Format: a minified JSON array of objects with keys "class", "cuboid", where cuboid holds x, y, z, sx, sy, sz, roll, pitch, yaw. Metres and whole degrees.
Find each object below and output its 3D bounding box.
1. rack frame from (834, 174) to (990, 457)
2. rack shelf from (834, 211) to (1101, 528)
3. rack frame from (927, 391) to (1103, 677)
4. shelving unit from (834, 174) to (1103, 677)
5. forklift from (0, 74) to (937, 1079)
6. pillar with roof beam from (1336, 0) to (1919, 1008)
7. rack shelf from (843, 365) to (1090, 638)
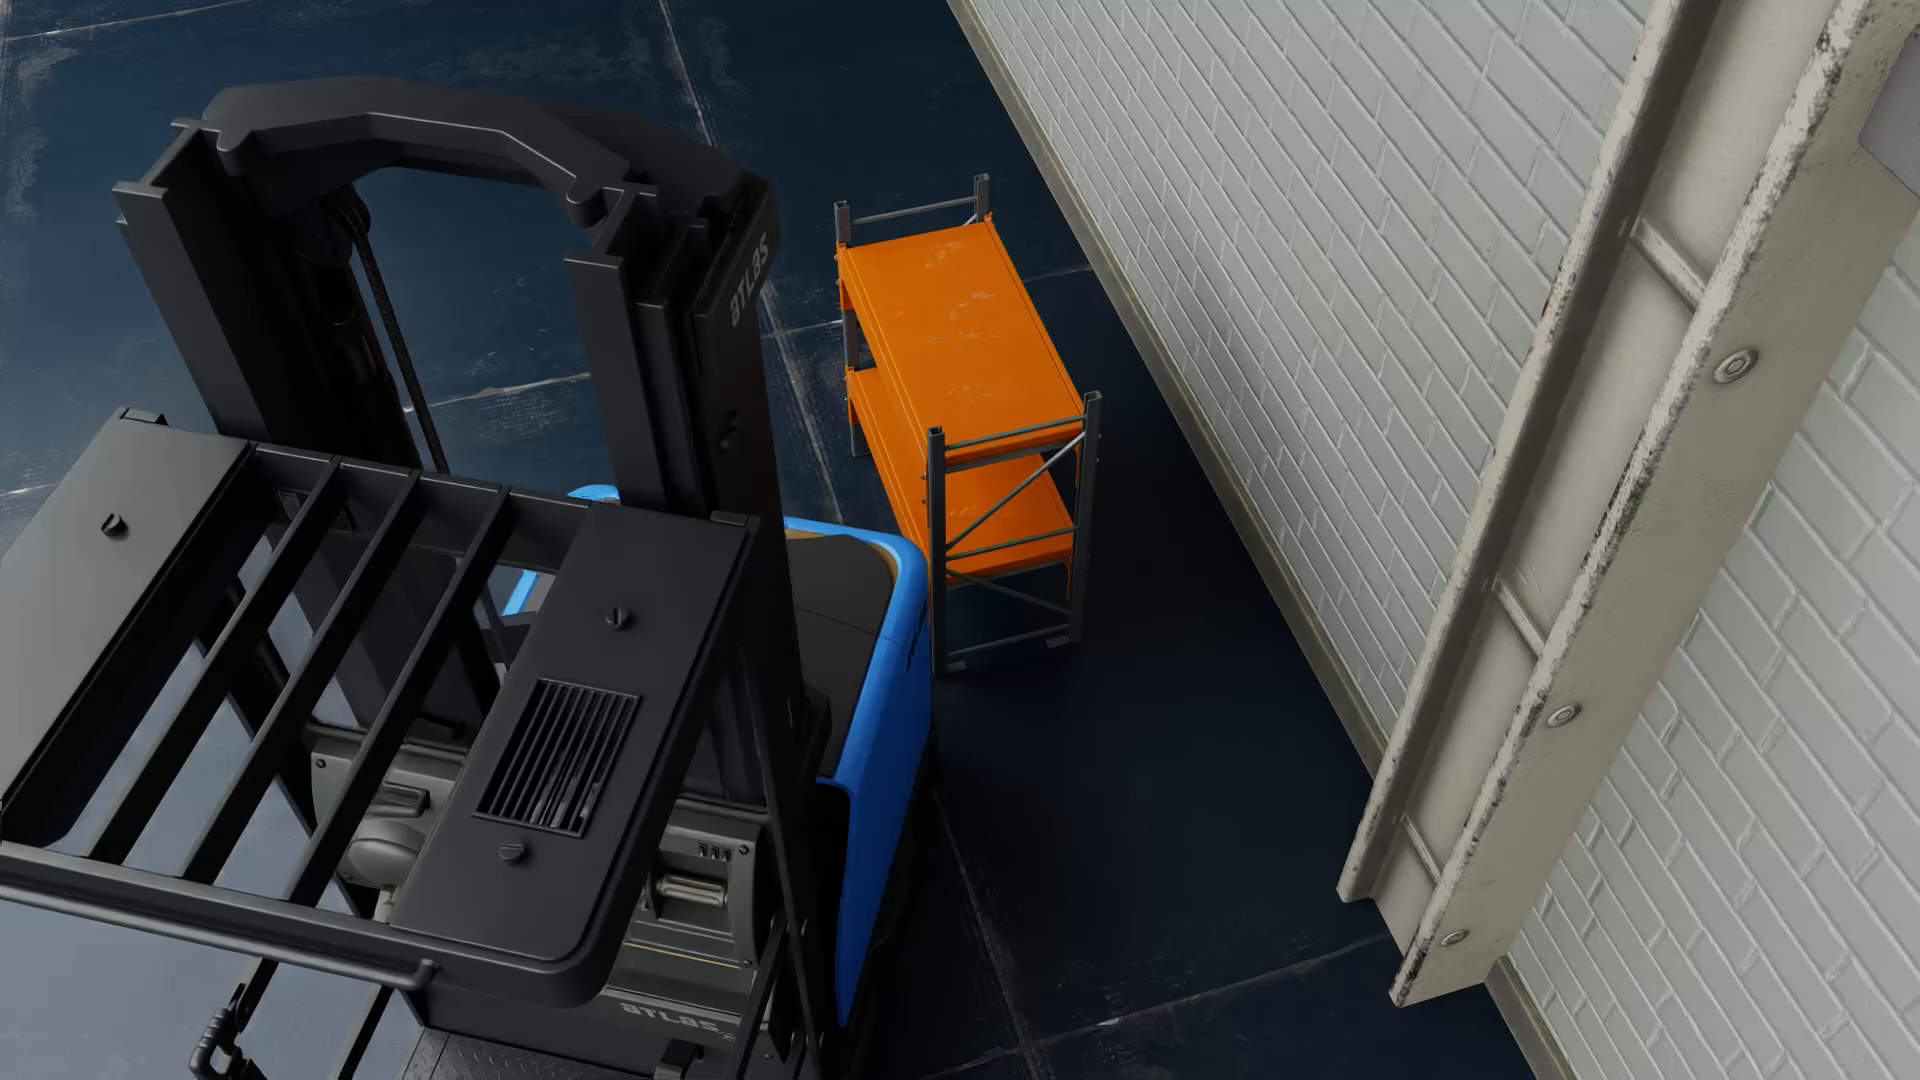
[{"class":"rack frame","cuboid":[-0.148,-0.729,5.629,0.500,1.125,0.032,-13,51,-11]},{"class":"rack shelf","cuboid":[0.002,-0.546,5.092,0.538,0.278,1.000,-13,51,-11]},{"class":"rack frame","cuboid":[0.152,0.014,5.003,0.500,1.125,0.032,-13,51,-11]},{"class":"shelving unit","cuboid":[0.002,-0.358,5.316,0.538,1.125,1.048,-13,51,-11]},{"class":"forklift","cuboid":[-0.895,0.765,3.188,1.130,2.935,3.031,10,51,8]},{"class":"pillar with roof beam","cuboid":[-2.803,-0.798,0.537,9.100,9.000,0.400,-13,51,-11]},{"class":"rack shelf","cuboid":[0.002,-0.200,5.503,0.538,0.278,1.000,-13,51,-11]}]
